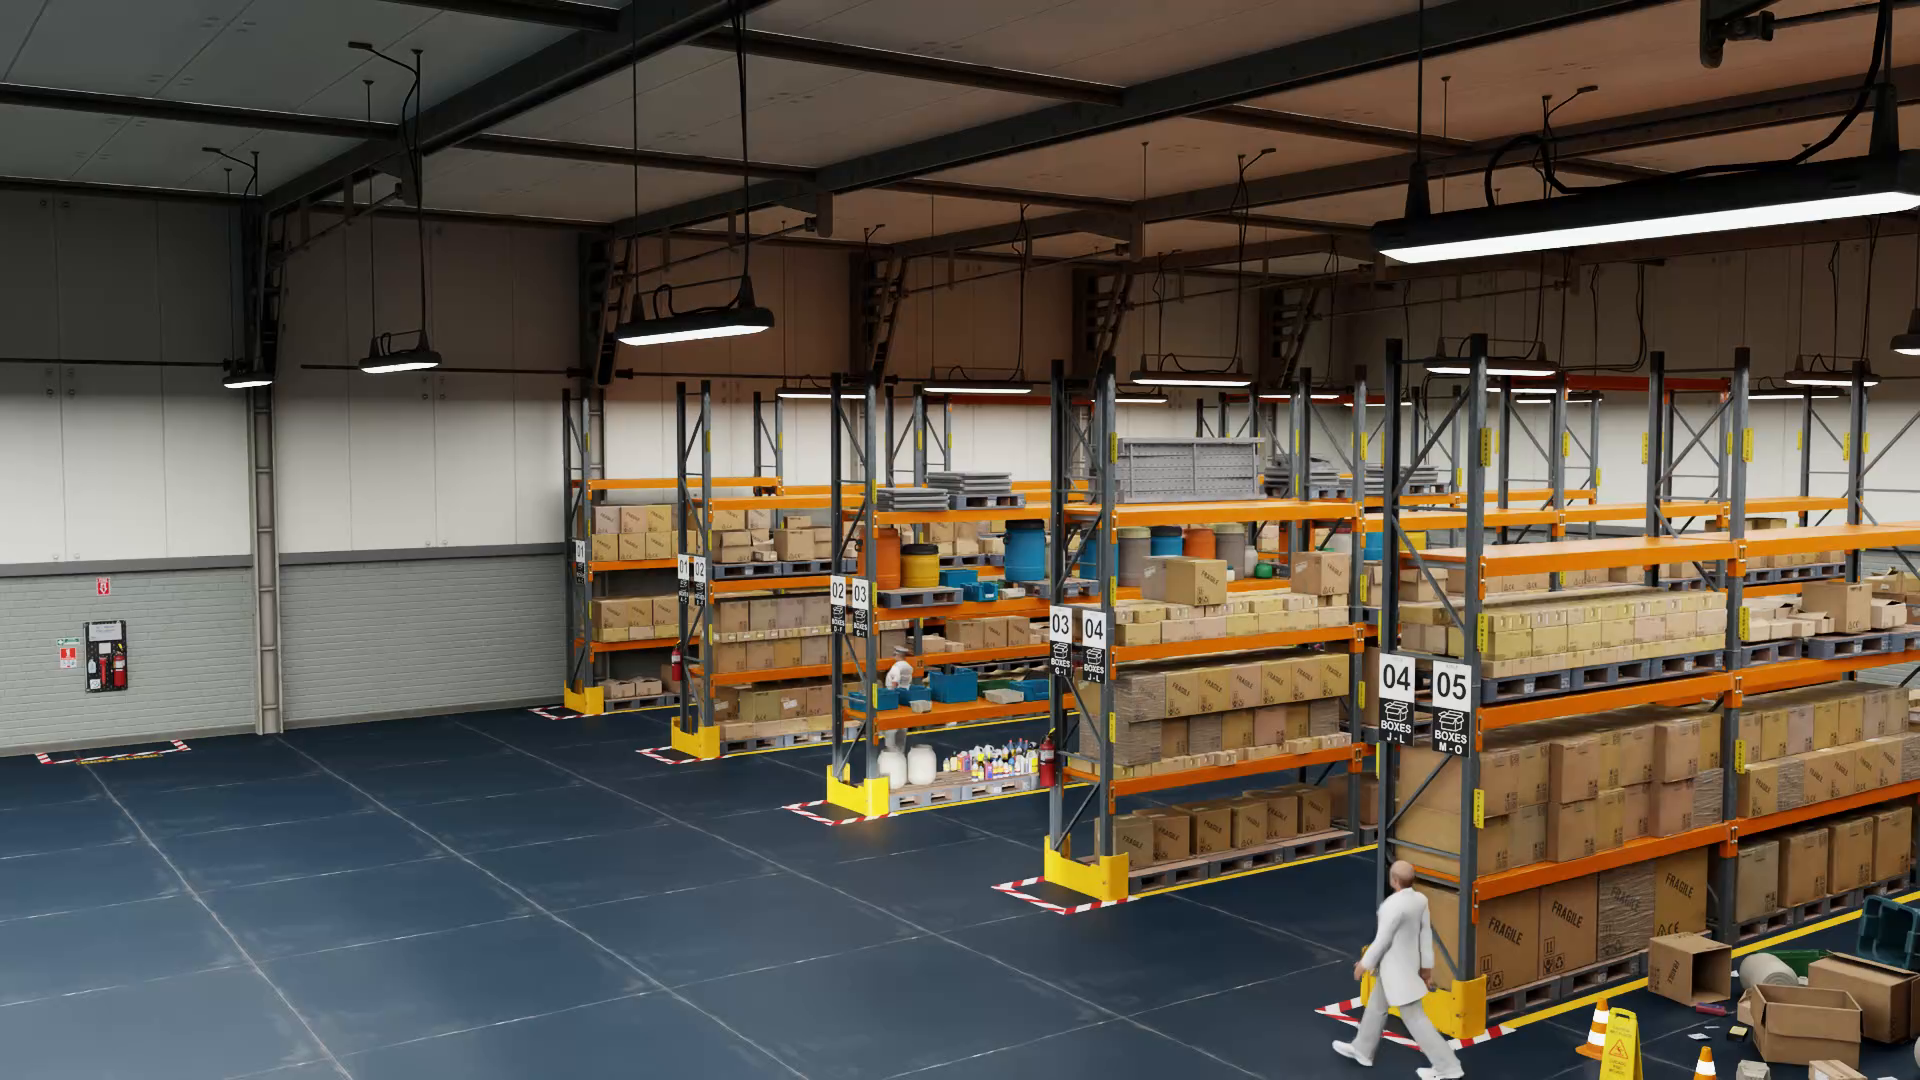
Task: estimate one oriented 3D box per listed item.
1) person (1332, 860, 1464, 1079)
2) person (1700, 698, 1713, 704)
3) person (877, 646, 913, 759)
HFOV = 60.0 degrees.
[{"bbox_3d":[3.505,3.434,13.335,1.121,1.741,0.532,2,4,29],"label":"person"},{"bbox_3d":[9.929,2.920,22.141,0.956,1.633,0.412,-3,5,-41],"label":"person"},{"bbox_3d":[-1.018,2.598,26.509,0.401,1.808,0.656,2,4,32],"label":"person"}]
